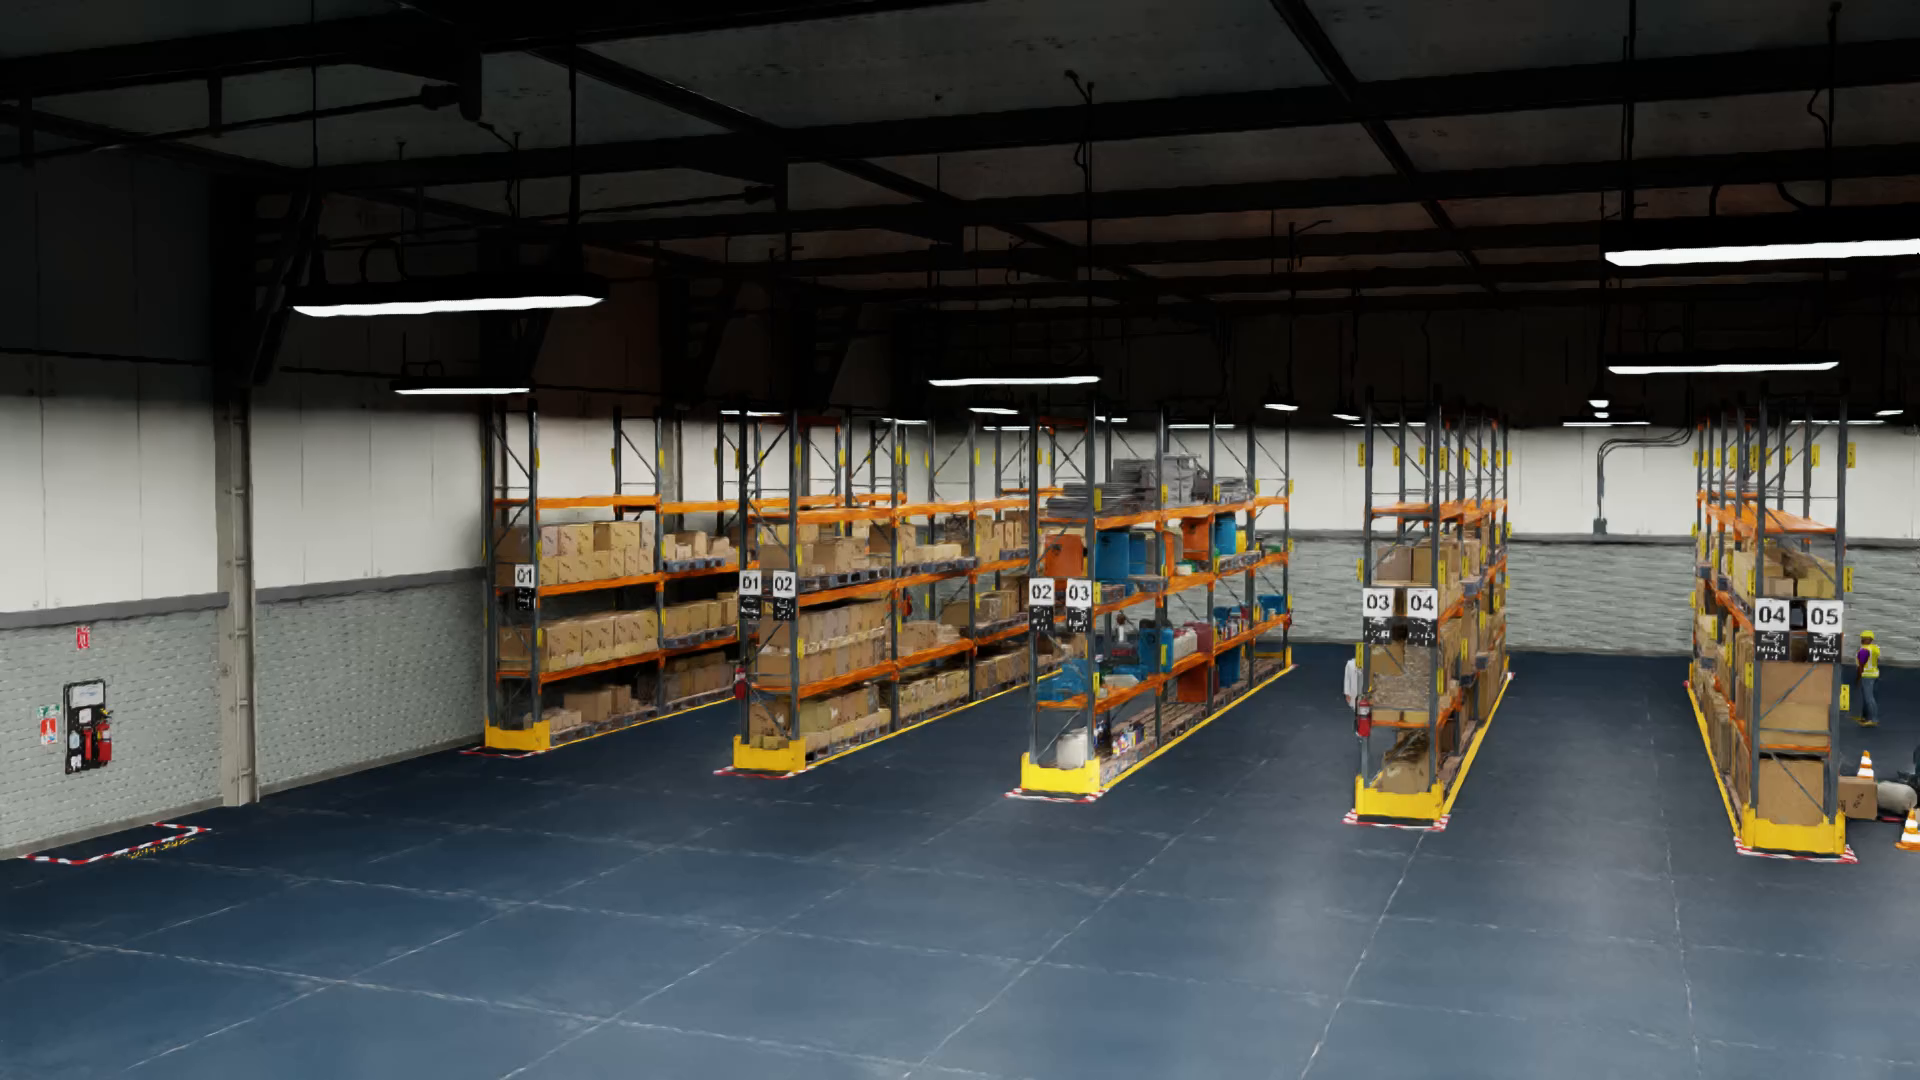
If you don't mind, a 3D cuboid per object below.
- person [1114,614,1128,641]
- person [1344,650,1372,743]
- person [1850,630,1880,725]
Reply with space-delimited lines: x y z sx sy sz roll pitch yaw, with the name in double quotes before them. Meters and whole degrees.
"person" 3.515 2.412 36.188 0.419 1.586 0.504 0 3 -5
"person" 7.061 2.688 29.312 0.598 1.698 1.194 1 3 24
"person" 17.007 2.565 31.235 0.665 1.764 0.576 -2 4 -41
